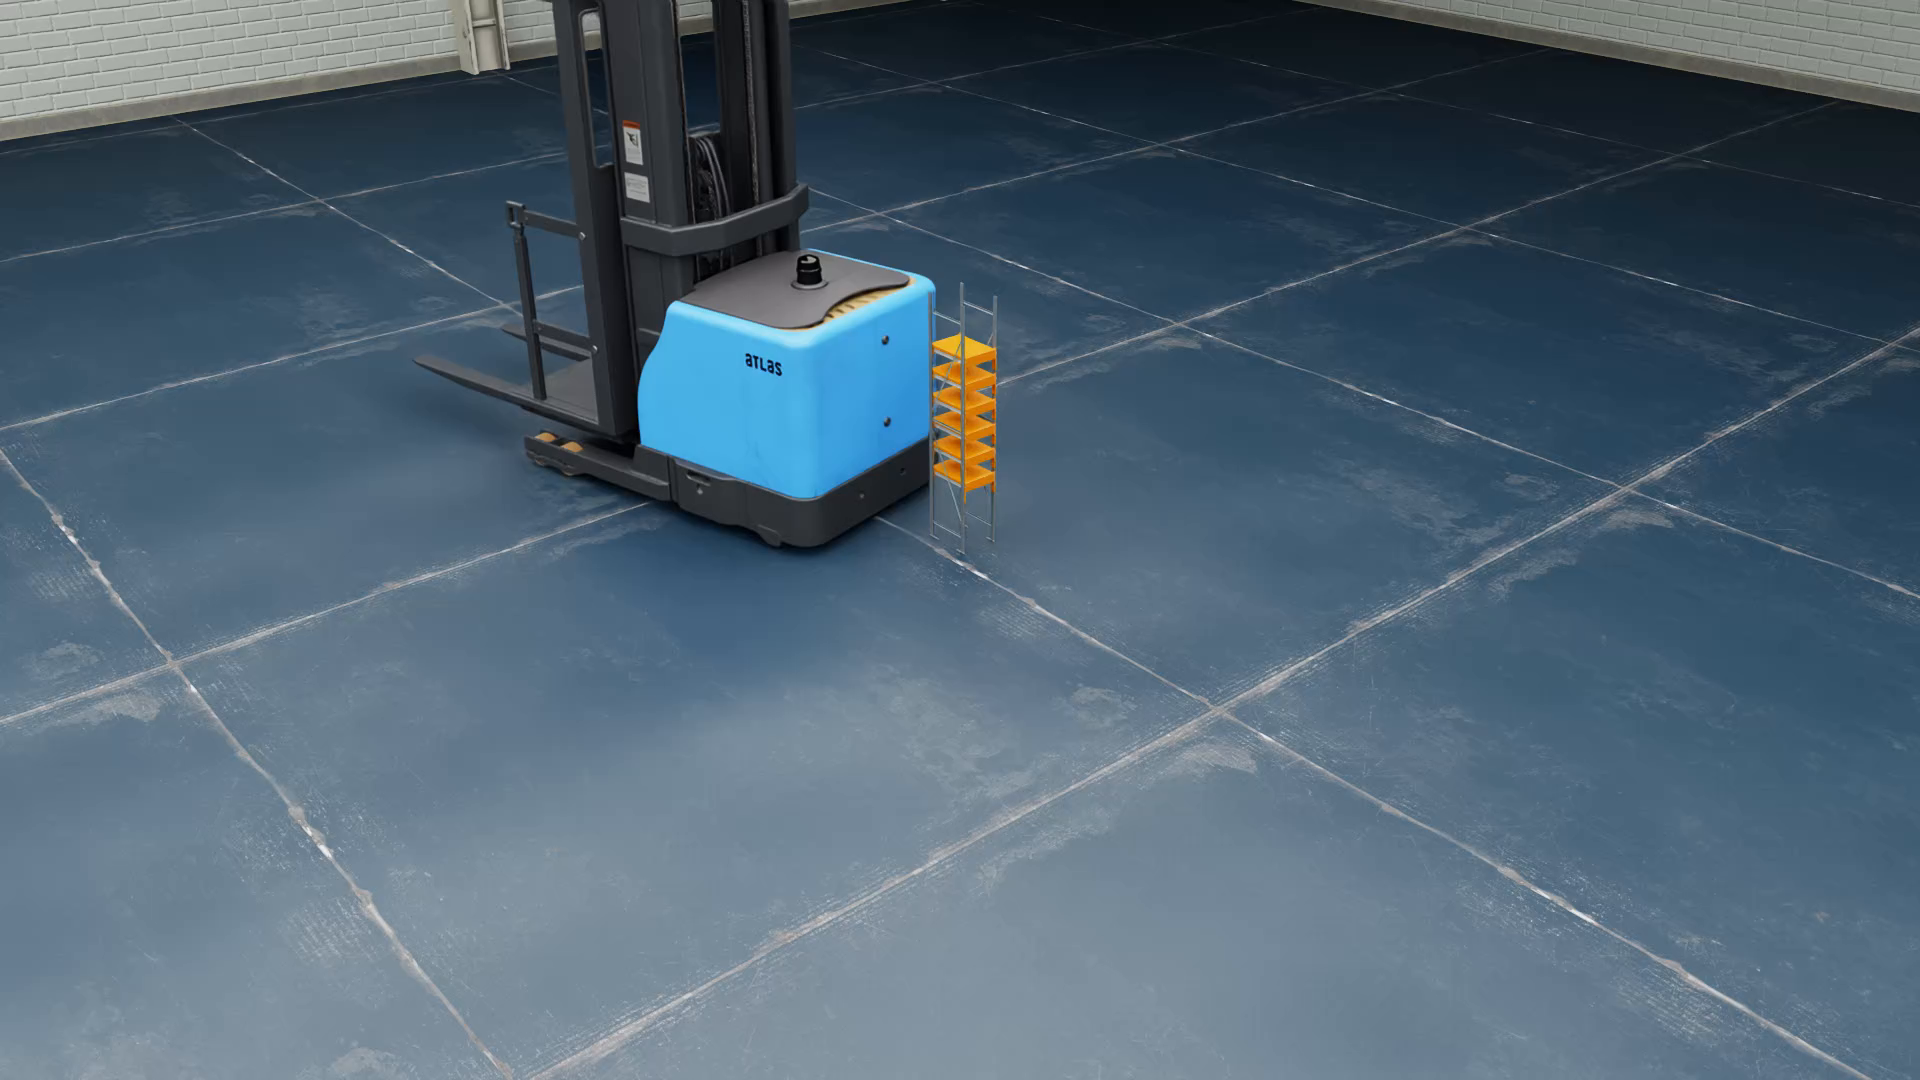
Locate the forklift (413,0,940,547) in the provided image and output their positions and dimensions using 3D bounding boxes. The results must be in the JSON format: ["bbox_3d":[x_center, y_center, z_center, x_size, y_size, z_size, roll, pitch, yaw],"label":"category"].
[{"bbox_3d":[-1.589,-1.796,8.001,3.031,2.935,1.130,19,33,31],"label":"forklift"}]

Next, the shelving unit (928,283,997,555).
[{"bbox_3d":[0.011,-0.534,7.475,0.189,1.200,0.258,-22,35,-35],"label":"shelving unit"}]

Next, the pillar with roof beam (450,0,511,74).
[{"bbox_3d":[-1.912,-7.096,11.481,0.400,9.000,9.100,-22,35,-35],"label":"pillar with roof beam"}]

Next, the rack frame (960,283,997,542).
[{"bbox_3d":[0.081,-0.562,7.528,0.006,1.200,0.240,-22,35,-35],"label":"rack frame"}]

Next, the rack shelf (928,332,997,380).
[{"bbox_3d":[0.011,-0.812,7.327,0.180,0.103,0.258,-22,35,-35],"label":"rack shelf"}]

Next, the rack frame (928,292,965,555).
[{"bbox_3d":[-0.059,-0.506,7.423,0.006,1.200,0.240,-22,35,-35],"label":"rack frame"}]

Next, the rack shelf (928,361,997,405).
[{"bbox_3d":[0.011,-0.706,7.383,0.180,0.103,0.258,-22,35,-35],"label":"rack shelf"}]

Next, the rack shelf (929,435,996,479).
[{"bbox_3d":[0.011,-0.389,7.553,0.180,0.103,0.258,-22,35,-35],"label":"rack shelf"}]

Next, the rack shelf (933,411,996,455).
[{"bbox_3d":[0.011,-0.494,7.496,0.180,0.103,0.258,-22,35,-35],"label":"rack shelf"}]

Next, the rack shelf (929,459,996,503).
[{"bbox_3d":[0.011,-0.283,7.610,0.180,0.103,0.258,-22,35,-35],"label":"rack shelf"}]

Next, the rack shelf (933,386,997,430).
[{"bbox_3d":[0.011,-0.600,7.440,0.180,0.103,0.258,-22,35,-35],"label":"rack shelf"}]
